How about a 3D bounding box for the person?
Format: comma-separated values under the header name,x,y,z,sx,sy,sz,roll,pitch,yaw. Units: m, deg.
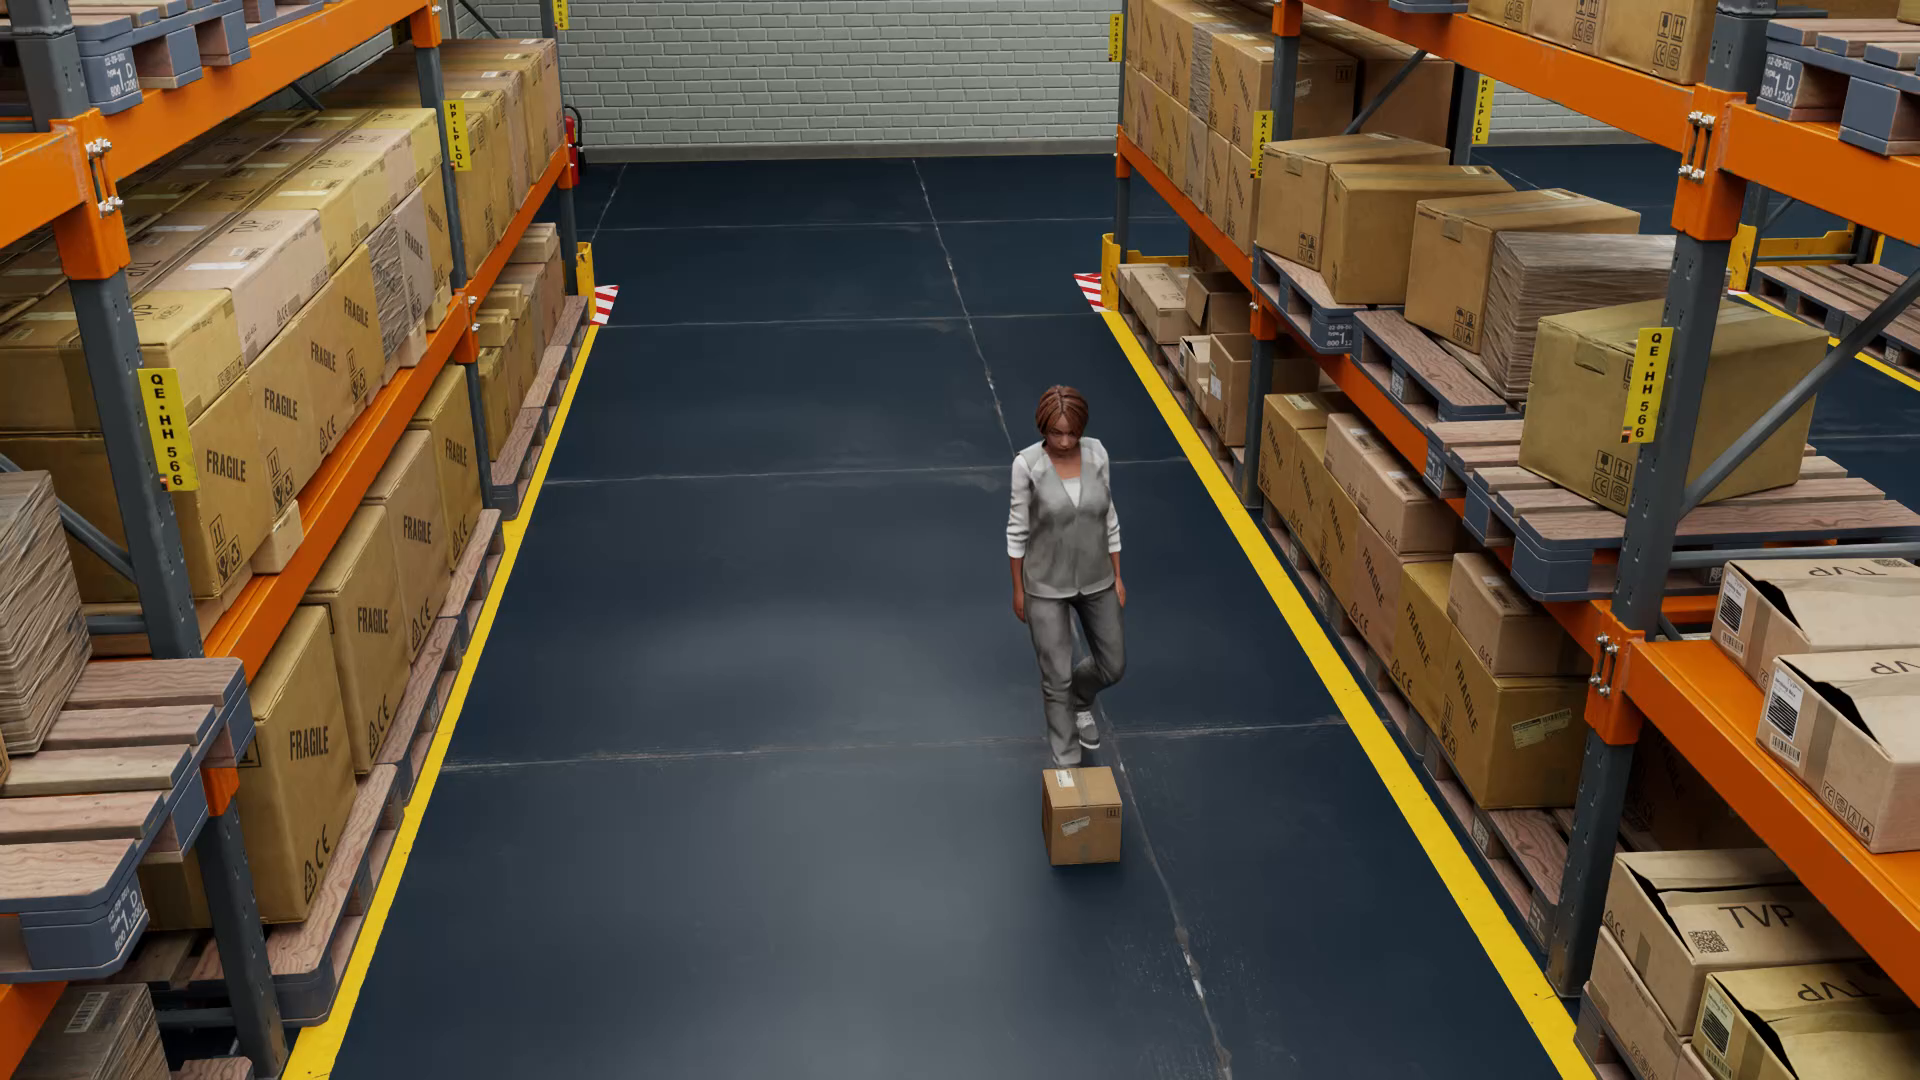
name,x,y,z,sx,sy,sz,roll,pitch,yaw
person,0.412,0.195,6.142,0.445,1.565,0.612,-7,25,-15
